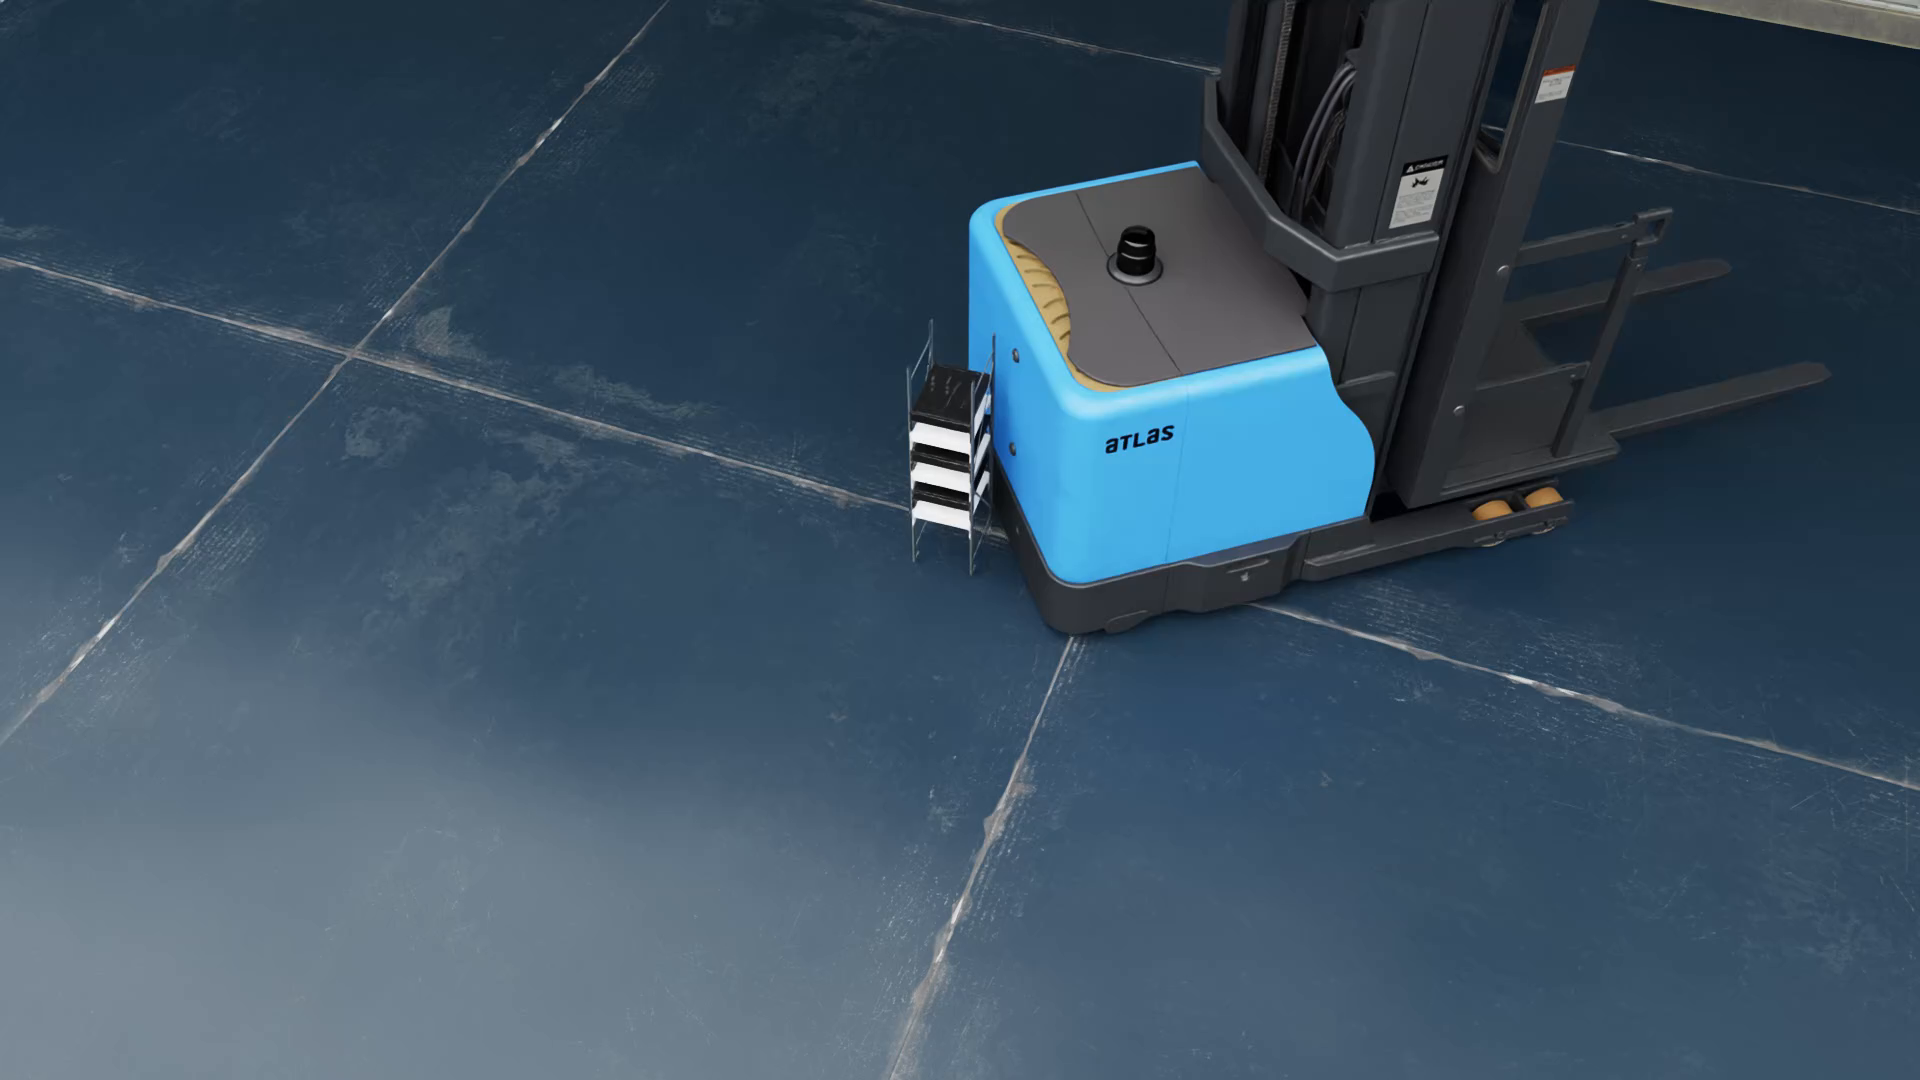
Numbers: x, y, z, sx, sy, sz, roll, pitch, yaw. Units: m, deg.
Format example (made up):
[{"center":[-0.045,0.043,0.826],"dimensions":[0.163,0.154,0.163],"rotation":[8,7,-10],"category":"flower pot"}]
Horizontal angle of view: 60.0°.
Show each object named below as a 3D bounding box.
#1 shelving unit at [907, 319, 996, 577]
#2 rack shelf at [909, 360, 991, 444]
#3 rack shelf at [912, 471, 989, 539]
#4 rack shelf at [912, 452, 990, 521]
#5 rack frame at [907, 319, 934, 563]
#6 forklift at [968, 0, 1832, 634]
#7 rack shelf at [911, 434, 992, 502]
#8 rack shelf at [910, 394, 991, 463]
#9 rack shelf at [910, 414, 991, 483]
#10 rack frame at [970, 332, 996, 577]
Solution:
[{"center":[-0.025,-0.280,5.397],"dimensions":[0.210,0.900,0.258],"rotation":[13,50,11],"category":"shelving unit"},{"center":[-0.025,-0.435,5.219],"dimensions":[0.200,0.077,0.258],"rotation":[13,50,11],"category":"rack shelf"},{"center":[-0.025,-0.141,5.559],"dimensions":[0.200,0.077,0.258],"rotation":[13,50,11],"category":"rack shelf"},{"center":[-0.025,-0.200,5.491],"dimensions":[0.200,0.077,0.258],"rotation":[13,50,11],"category":"rack shelf"},{"center":[-0.122,-0.303,5.417],"dimensions":[0.006,0.900,0.240],"rotation":[13,50,11],"category":"rack frame"},{"center":[1.591,-1.307,4.943],"dimensions":[3.031,2.935,1.130],"rotation":[-13,50,-11],"category":"forklift"},{"center":[-0.025,-0.258,5.423],"dimensions":[0.200,0.077,0.258],"rotation":[13,50,11],"category":"rack shelf"},{"center":[-0.025,-0.376,5.287],"dimensions":[0.200,0.077,0.258],"rotation":[13,50,11],"category":"rack shelf"},{"center":[-0.025,-0.317,5.355],"dimensions":[0.200,0.077,0.258],"rotation":[13,50,11],"category":"rack shelf"},{"center":[0.072,-0.257,5.378],"dimensions":[0.006,0.900,0.240],"rotation":[13,50,11],"category":"rack frame"}]
